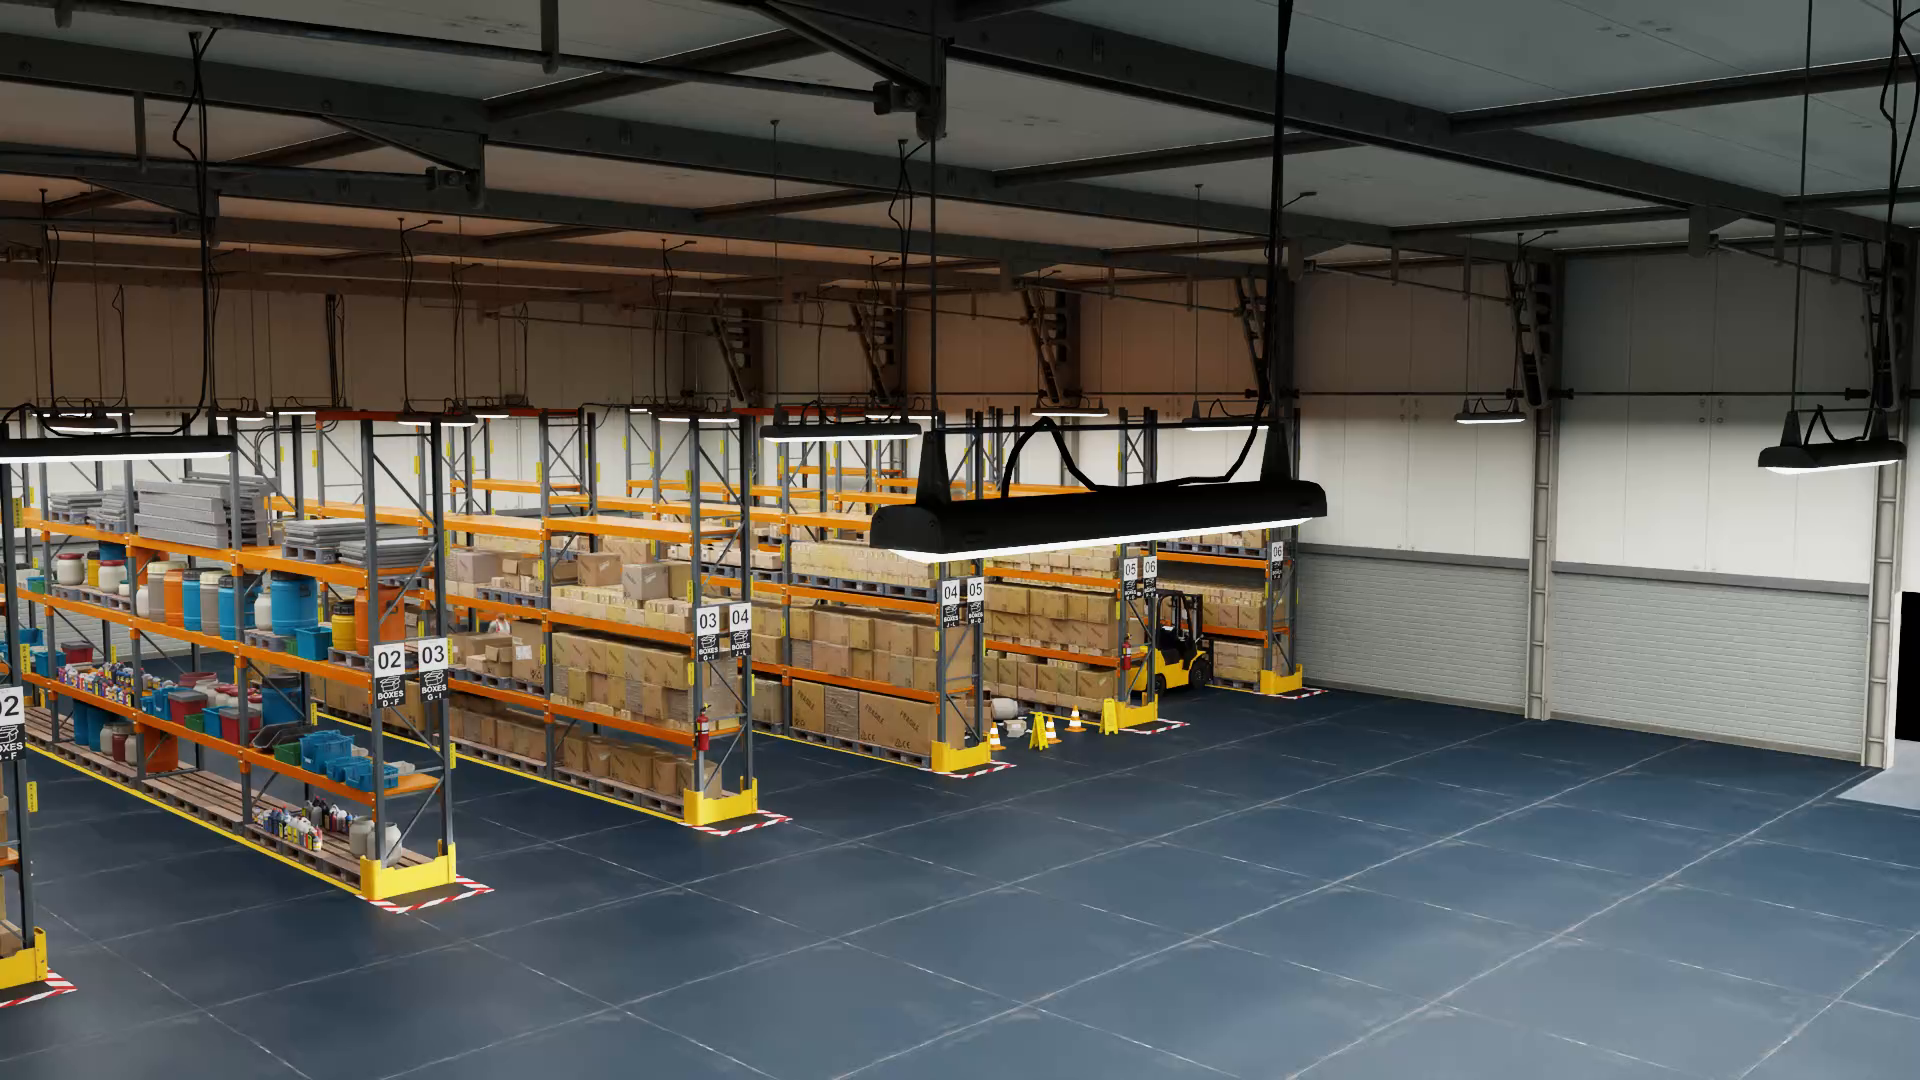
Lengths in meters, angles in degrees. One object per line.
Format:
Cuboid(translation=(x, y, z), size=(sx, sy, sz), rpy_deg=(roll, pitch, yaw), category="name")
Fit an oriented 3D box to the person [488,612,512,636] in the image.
Cuboid(translation=(-9.708, 2.310, 35.418), size=(0.635, 1.779, 0.637), rpy_deg=(-5, 7, -44), category="person")
